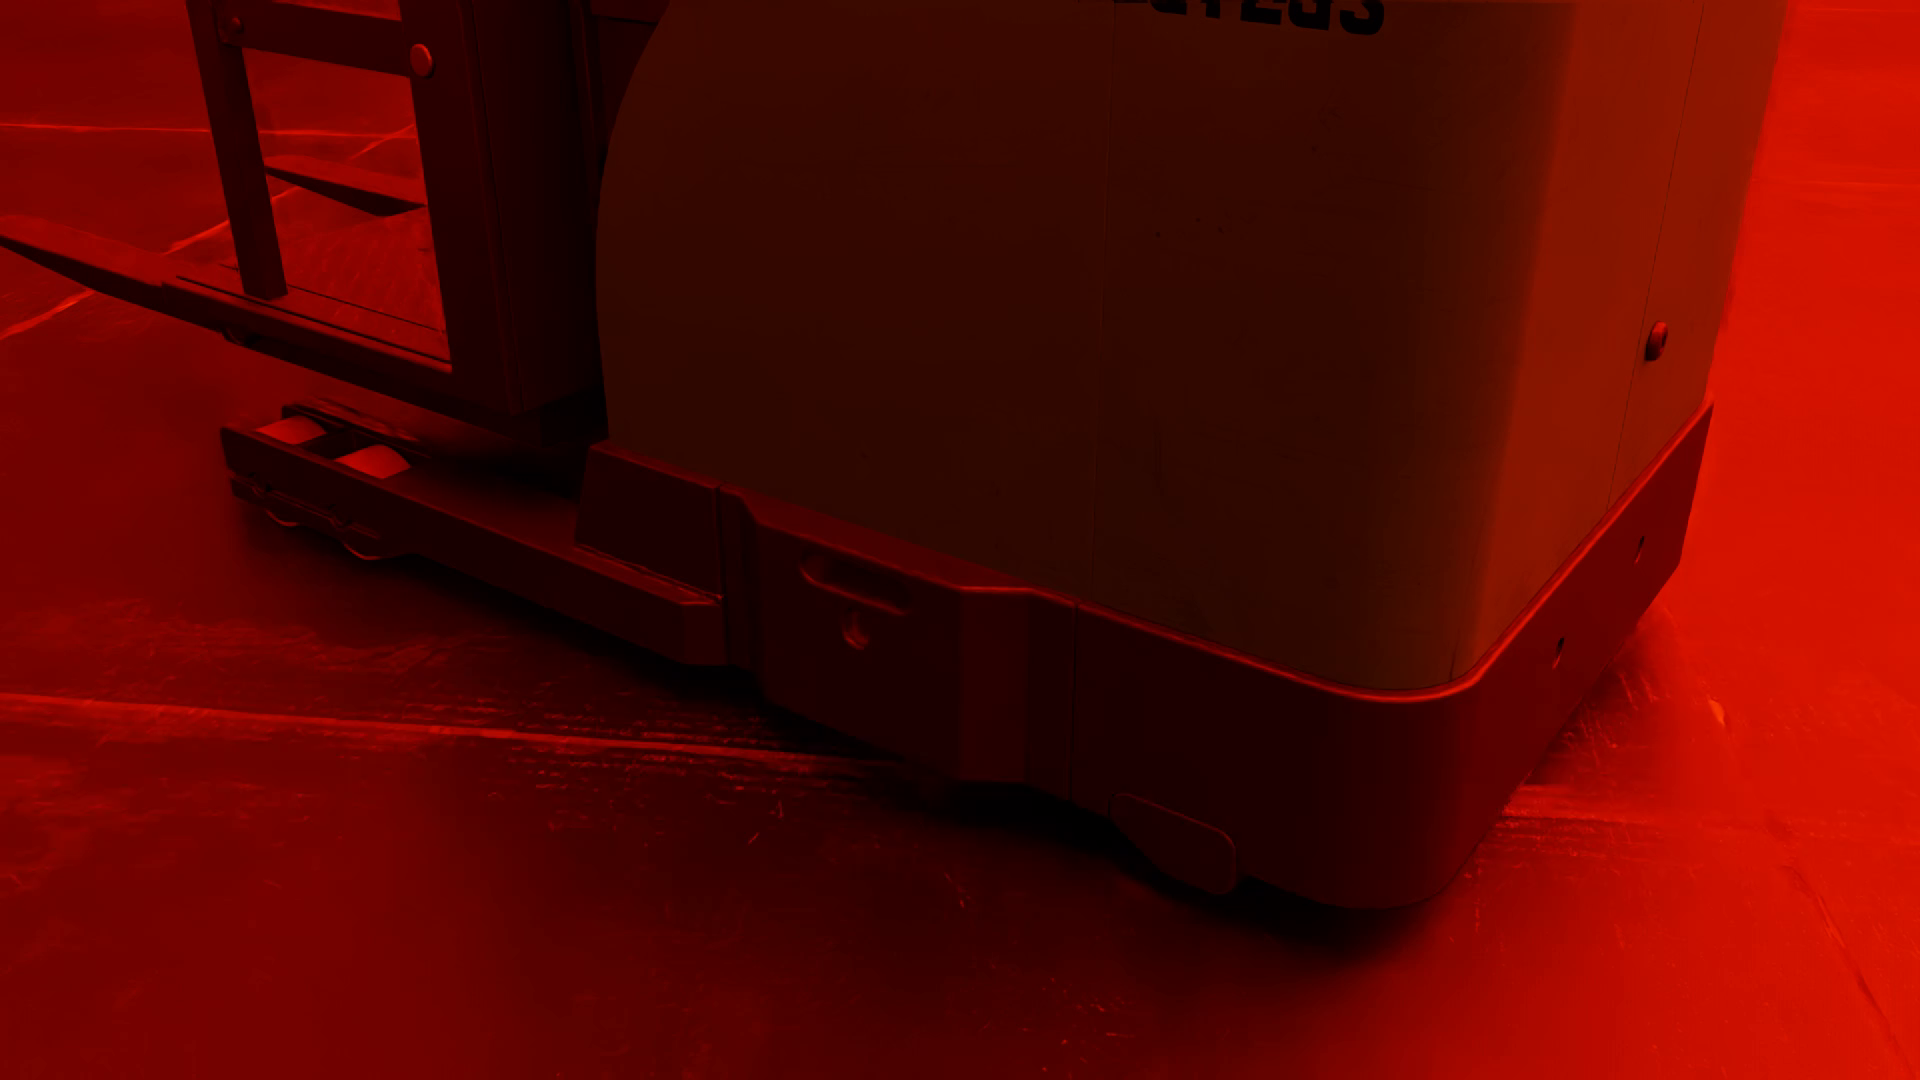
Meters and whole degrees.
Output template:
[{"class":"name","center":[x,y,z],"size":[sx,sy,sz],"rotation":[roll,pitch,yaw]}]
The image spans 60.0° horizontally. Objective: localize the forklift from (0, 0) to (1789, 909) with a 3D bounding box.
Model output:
[{"class":"forklift","center":[-0.498,-1.453,2.130],"size":[3.031,2.935,1.130],"rotation":[18,32,32]}]
